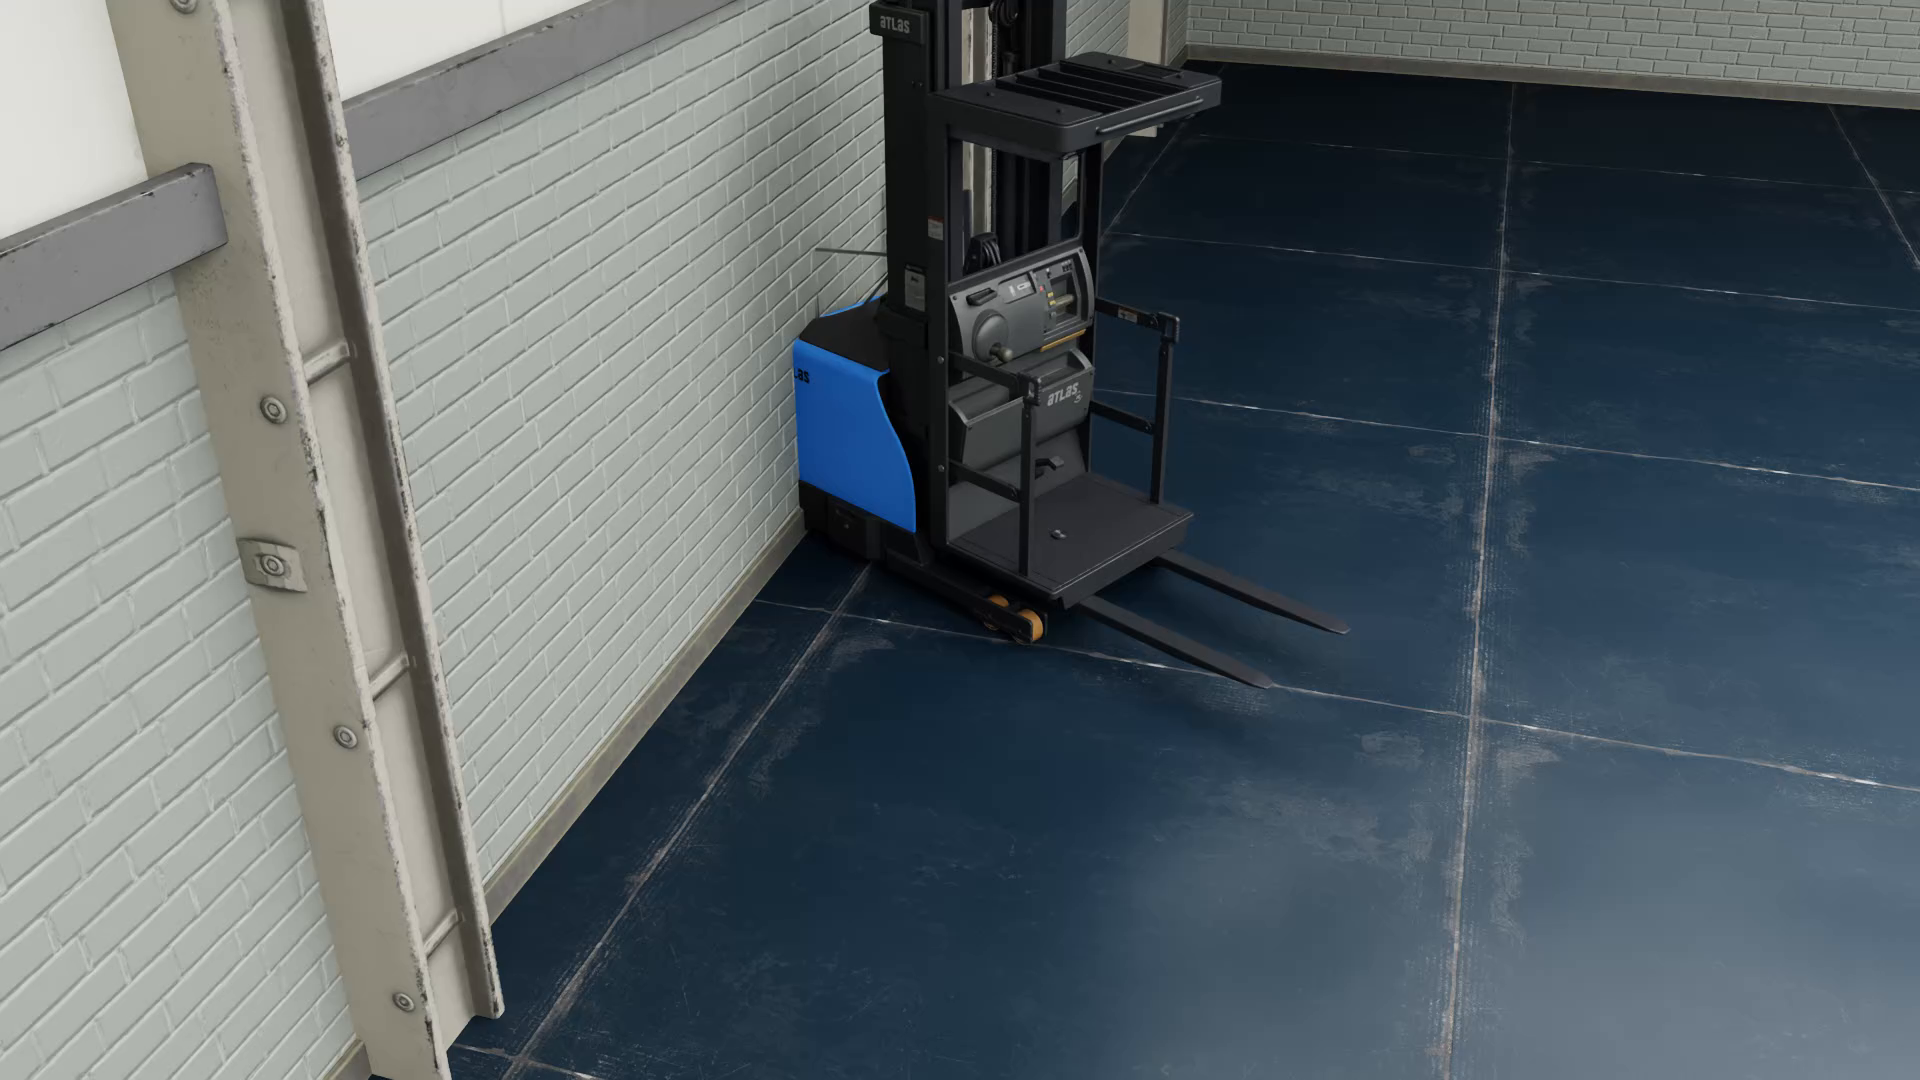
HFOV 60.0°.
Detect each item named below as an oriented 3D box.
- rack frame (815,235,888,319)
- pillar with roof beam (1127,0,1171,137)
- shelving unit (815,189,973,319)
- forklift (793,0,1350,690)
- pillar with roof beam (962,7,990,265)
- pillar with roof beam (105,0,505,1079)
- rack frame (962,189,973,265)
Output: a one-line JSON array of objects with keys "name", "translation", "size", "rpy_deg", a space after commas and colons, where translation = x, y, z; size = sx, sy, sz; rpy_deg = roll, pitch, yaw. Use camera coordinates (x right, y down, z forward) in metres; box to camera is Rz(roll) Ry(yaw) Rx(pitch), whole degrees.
[{"name": "rack frame", "translation": [-0.531, -0.861, 8.631], "size": [0.500, 1.500, 0.032], "rpy_deg": [8, 26, 21]}, {"name": "pillar with roof beam", "translation": [5.846, -7.190, 12.418], "size": [9.100, 9.000, 0.400], "rpy_deg": [8, 30, 15]}, {"name": "shelving unit", "translation": [-0.345, -1.058, 9.050], "size": [0.587, 1.500, 1.083], "rpy_deg": [8, 26, 21]}, {"name": "forklift", "translation": [0.453, -1.071, 7.661], "size": [3.031, 2.935, 1.130], "rpy_deg": [25, 38, 37]}, {"name": "pillar with roof beam", "translation": [4.085, -4.401, 7.405], "size": [9.100, 9.000, 0.400], "rpy_deg": [8, 30, 15]}, {"name": "pillar with roof beam", "translation": [2.324, -1.613, 2.393], "size": [9.100, 9.000, 0.400], "rpy_deg": [8, 30, 15]}, {"name": "rack frame", "translation": [-0.152, -1.262, 9.485], "size": [0.500, 1.500, 0.032], "rpy_deg": [8, 26, 21]}]
